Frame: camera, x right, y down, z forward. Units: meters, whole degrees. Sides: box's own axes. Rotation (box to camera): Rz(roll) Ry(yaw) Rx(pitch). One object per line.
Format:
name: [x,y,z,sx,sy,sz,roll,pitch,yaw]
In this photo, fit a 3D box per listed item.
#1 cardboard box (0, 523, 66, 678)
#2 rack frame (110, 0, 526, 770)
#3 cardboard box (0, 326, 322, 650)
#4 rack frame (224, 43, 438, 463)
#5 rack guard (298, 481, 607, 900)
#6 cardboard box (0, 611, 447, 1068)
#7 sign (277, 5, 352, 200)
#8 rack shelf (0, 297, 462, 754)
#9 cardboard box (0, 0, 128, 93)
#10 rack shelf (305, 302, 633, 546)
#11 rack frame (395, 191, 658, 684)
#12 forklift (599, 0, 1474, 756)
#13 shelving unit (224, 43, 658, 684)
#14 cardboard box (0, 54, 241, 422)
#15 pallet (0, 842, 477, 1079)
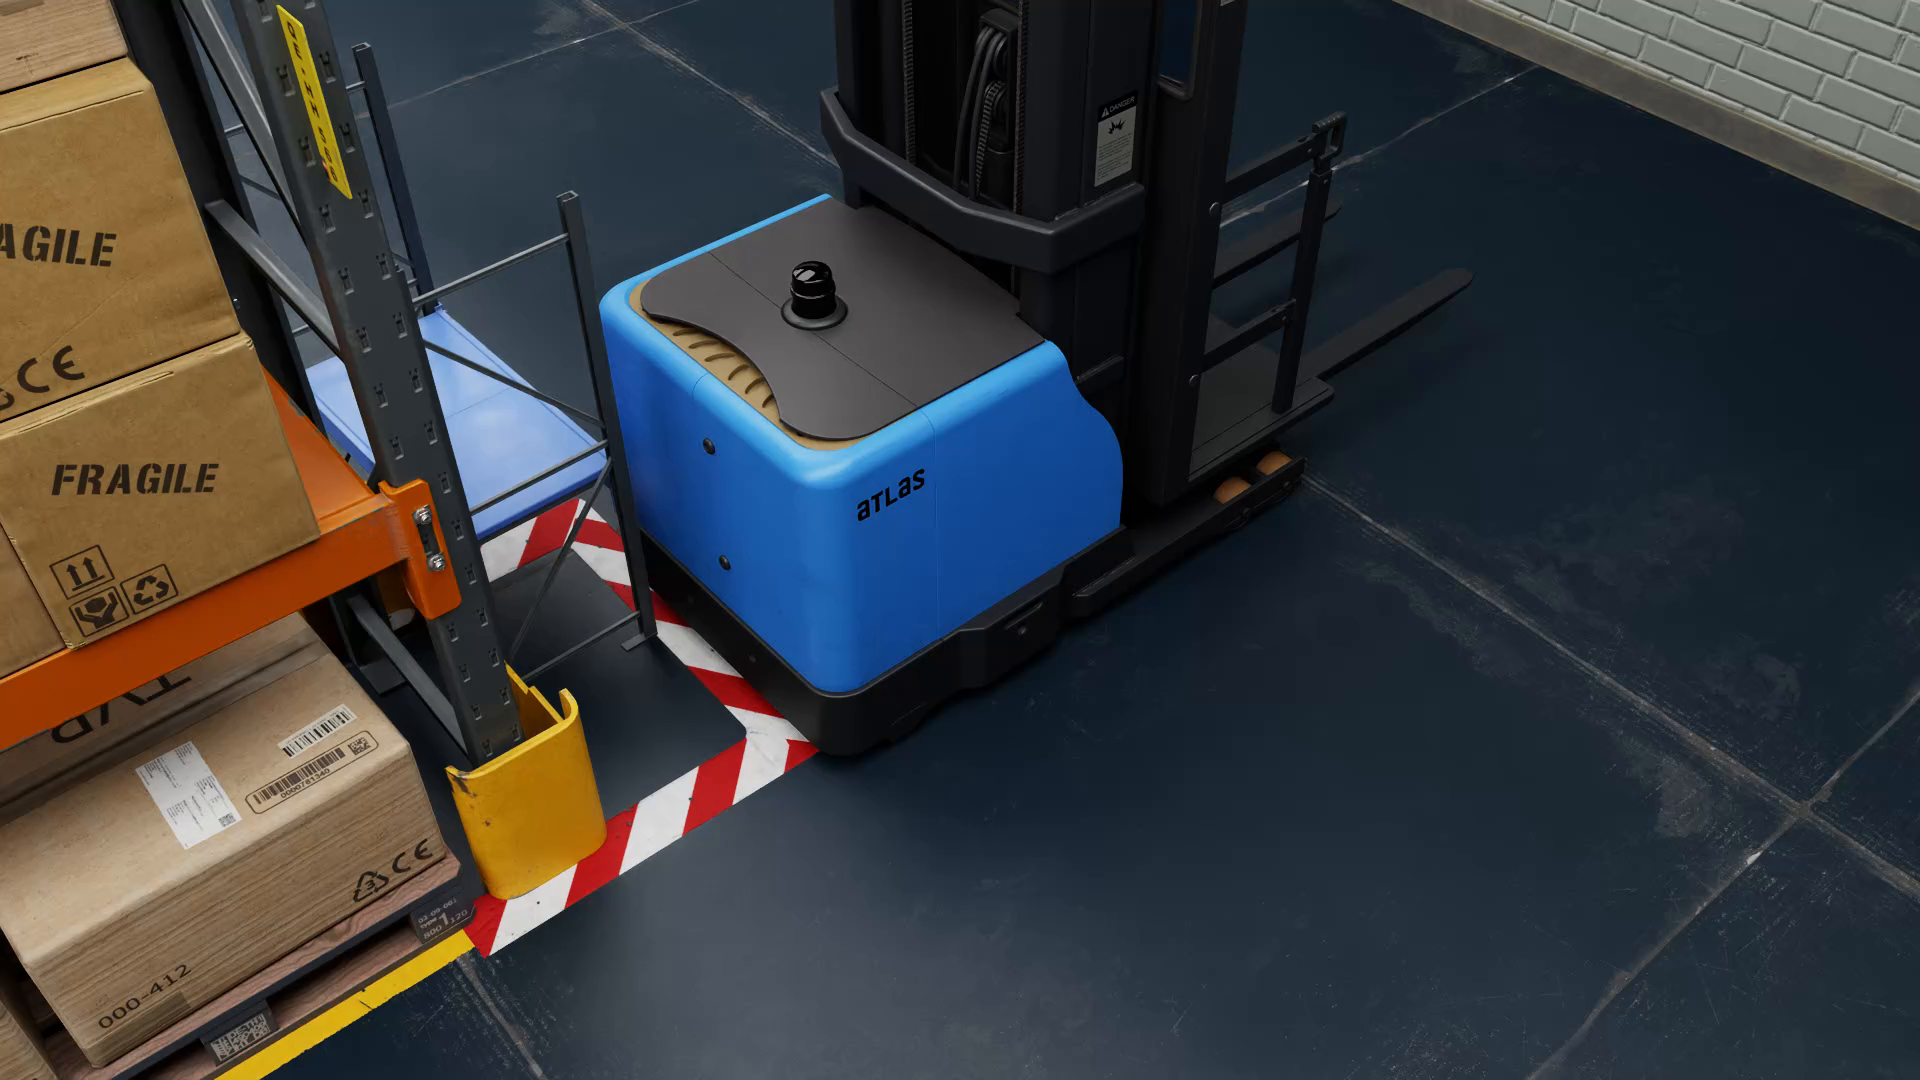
cardboard box: [-2.030,0.004,2.981,0.500,0.500,0.500,-31,51,-29]
rack frame: [-1.435,-0.523,3.615,0.127,3.000,1.000,-30,51,-28]
cardboard box: [-1.635,-0.208,3.208,0.500,0.500,0.500,-30,51,-28]
rack frame: [-1.779,-0.674,4.872,0.500,1.500,0.032,-32,52,-29]
rack guard: [-1.416,0.378,4.482,0.348,0.500,1.175,-30,51,-28]
cardboard box: [-1.877,0.601,3.984,0.875,0.438,0.875,-32,52,-29]
sign: [-1.097,-0.740,2.828,0.005,0.325,0.100,-30,51,-28]
rack shelf: [-2.969,0.618,2.926,4.000,0.370,1.077,-30,51,-28]
cardboard box: [-1.582,-0.897,2.737,0.250,0.149,0.380,-29,50,-27]
rack shelf: [-1.436,-0.286,4.721,0.538,0.185,1.000,-32,52,-29]
rack frame: [-1.094,-0.160,4.324,0.500,1.500,0.032,-32,52,-29]
forklift: [0.473,-1.348,4.544,3.031,2.935,1.130,-31,51,-28]
shelving unit: [-1.436,-0.417,4.598,0.538,1.500,1.048,-32,52,-29]
cardboard box: [-1.652,-0.587,2.880,0.500,0.500,0.500,-28,50,-27]
pallet: [-1.998,0.886,4.152,1.213,0.211,1.003,-30,51,-28]
